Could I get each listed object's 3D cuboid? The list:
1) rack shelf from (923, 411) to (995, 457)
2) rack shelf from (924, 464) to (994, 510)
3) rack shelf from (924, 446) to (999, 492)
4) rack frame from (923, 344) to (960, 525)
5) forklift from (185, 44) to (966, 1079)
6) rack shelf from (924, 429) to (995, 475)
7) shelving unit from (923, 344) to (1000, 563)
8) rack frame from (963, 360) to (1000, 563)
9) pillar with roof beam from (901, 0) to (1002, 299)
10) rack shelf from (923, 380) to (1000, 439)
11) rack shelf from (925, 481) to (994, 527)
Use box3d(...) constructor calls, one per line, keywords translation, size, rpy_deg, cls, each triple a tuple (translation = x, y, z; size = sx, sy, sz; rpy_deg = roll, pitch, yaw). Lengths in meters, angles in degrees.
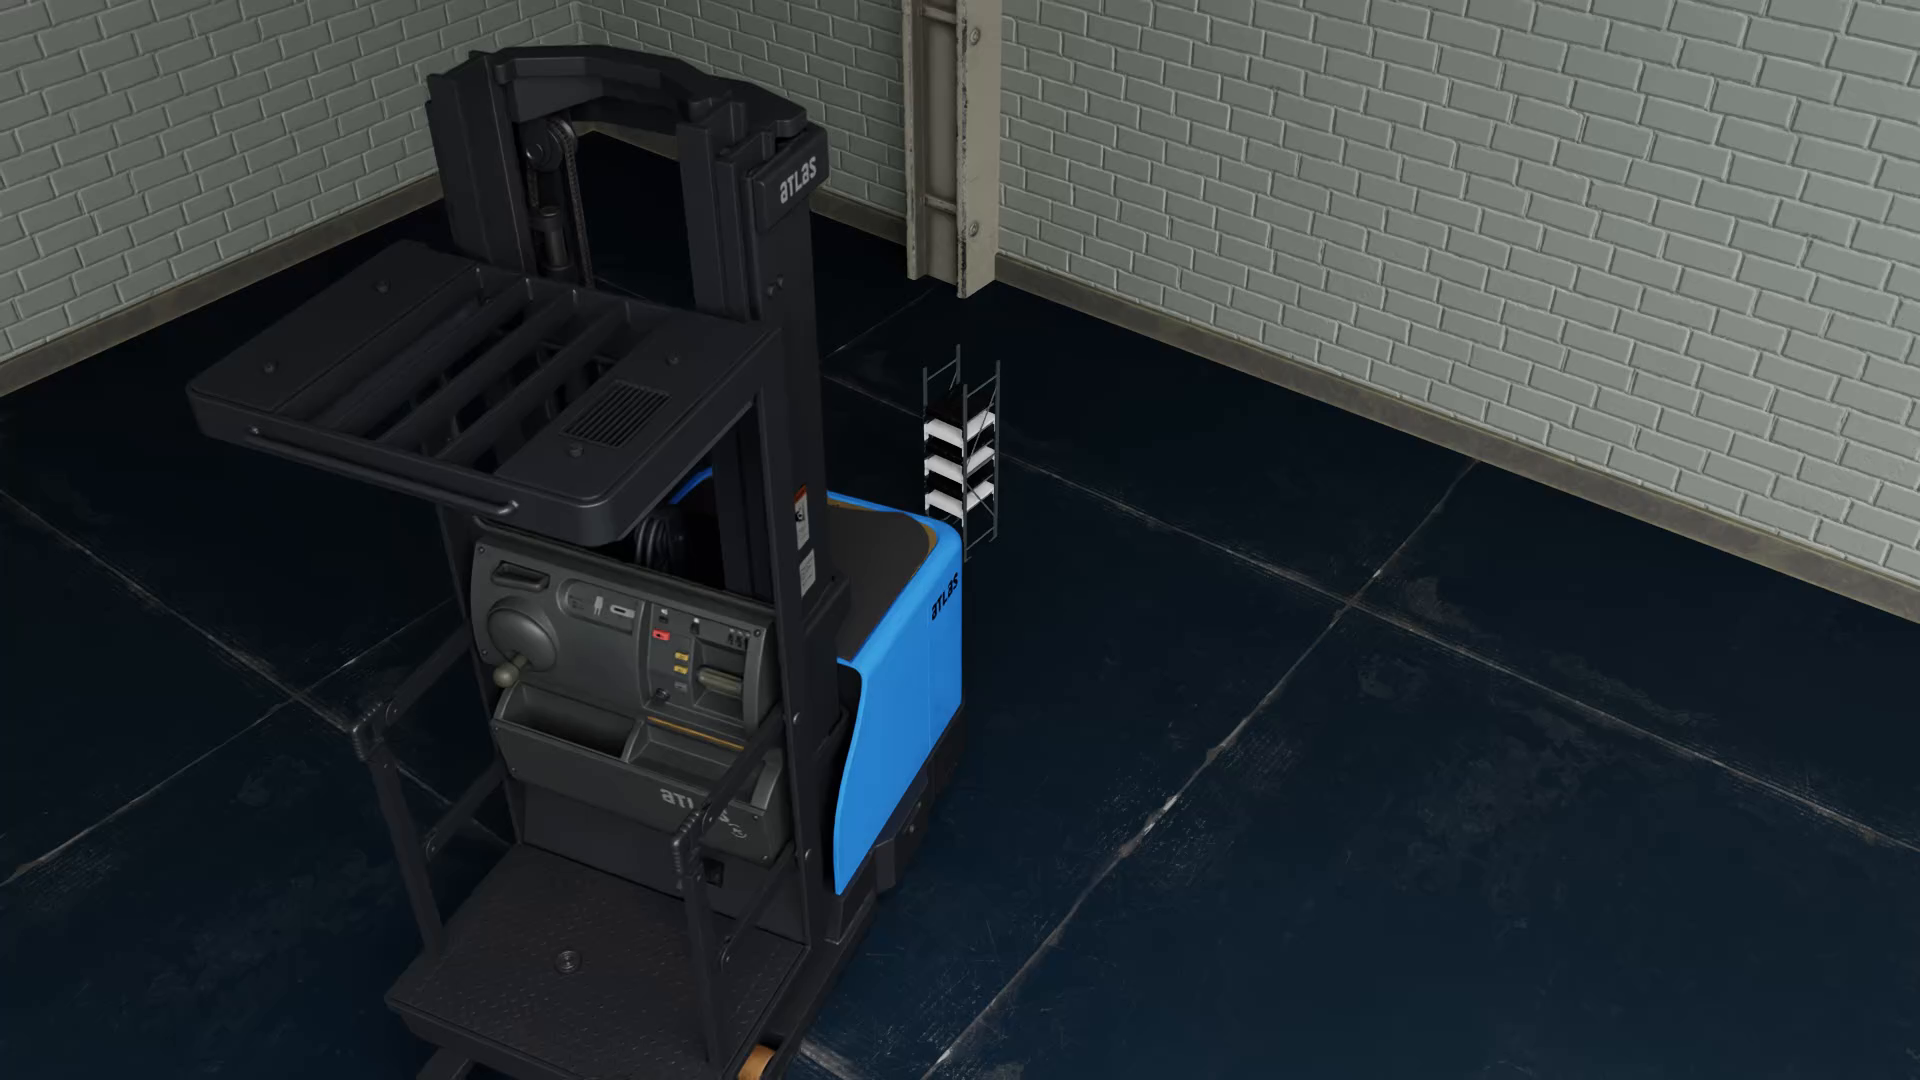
box3d(translation=(0.006, -0.467, 6.878), size=(0.200, 0.077, 0.258), rpy_deg=(25, 45, 29), cls="rack shelf")
box3d(translation=(0.006, -0.254, 7.045), size=(0.200, 0.077, 0.258), rpy_deg=(25, 45, 29), cls="rack shelf")
box3d(translation=(0.006, -0.325, 6.989), size=(0.200, 0.077, 0.258), rpy_deg=(25, 45, 29), cls="rack shelf")
box3d(translation=(-0.074, -0.389, 7.017), size=(0.006, 0.900, 0.240), rpy_deg=(25, 45, 29), cls="rack frame")
box3d(translation=(-1.032, 0.354, 4.420), size=(1.130, 2.935, 3.031), rpy_deg=(15, 41, 18), cls="forklift")
box3d(translation=(0.006, -0.396, 6.934), size=(0.200, 0.077, 0.258), rpy_deg=(25, 45, 29), cls="rack shelf")
box3d(translation=(0.006, -0.351, 6.969), size=(0.210, 0.900, 0.258), rpy_deg=(25, 45, 29), cls="shelving unit")
box3d(translation=(0.087, -0.313, 6.920), size=(0.006, 0.900, 0.240), rpy_deg=(25, 45, 29), cls="rack frame")
box3d(translation=(-2.657, -2.873, 3.620), size=(0.400, 9.000, 9.100), rpy_deg=(25, 45, 29), cls="pillar with roof beam")
box3d(translation=(0.006, -0.538, 6.823), size=(0.200, 0.077, 0.258), rpy_deg=(25, 45, 29), cls="rack shelf")
box3d(translation=(0.006, -0.183, 7.100), size=(0.200, 0.077, 0.258), rpy_deg=(25, 45, 29), cls="rack shelf")
